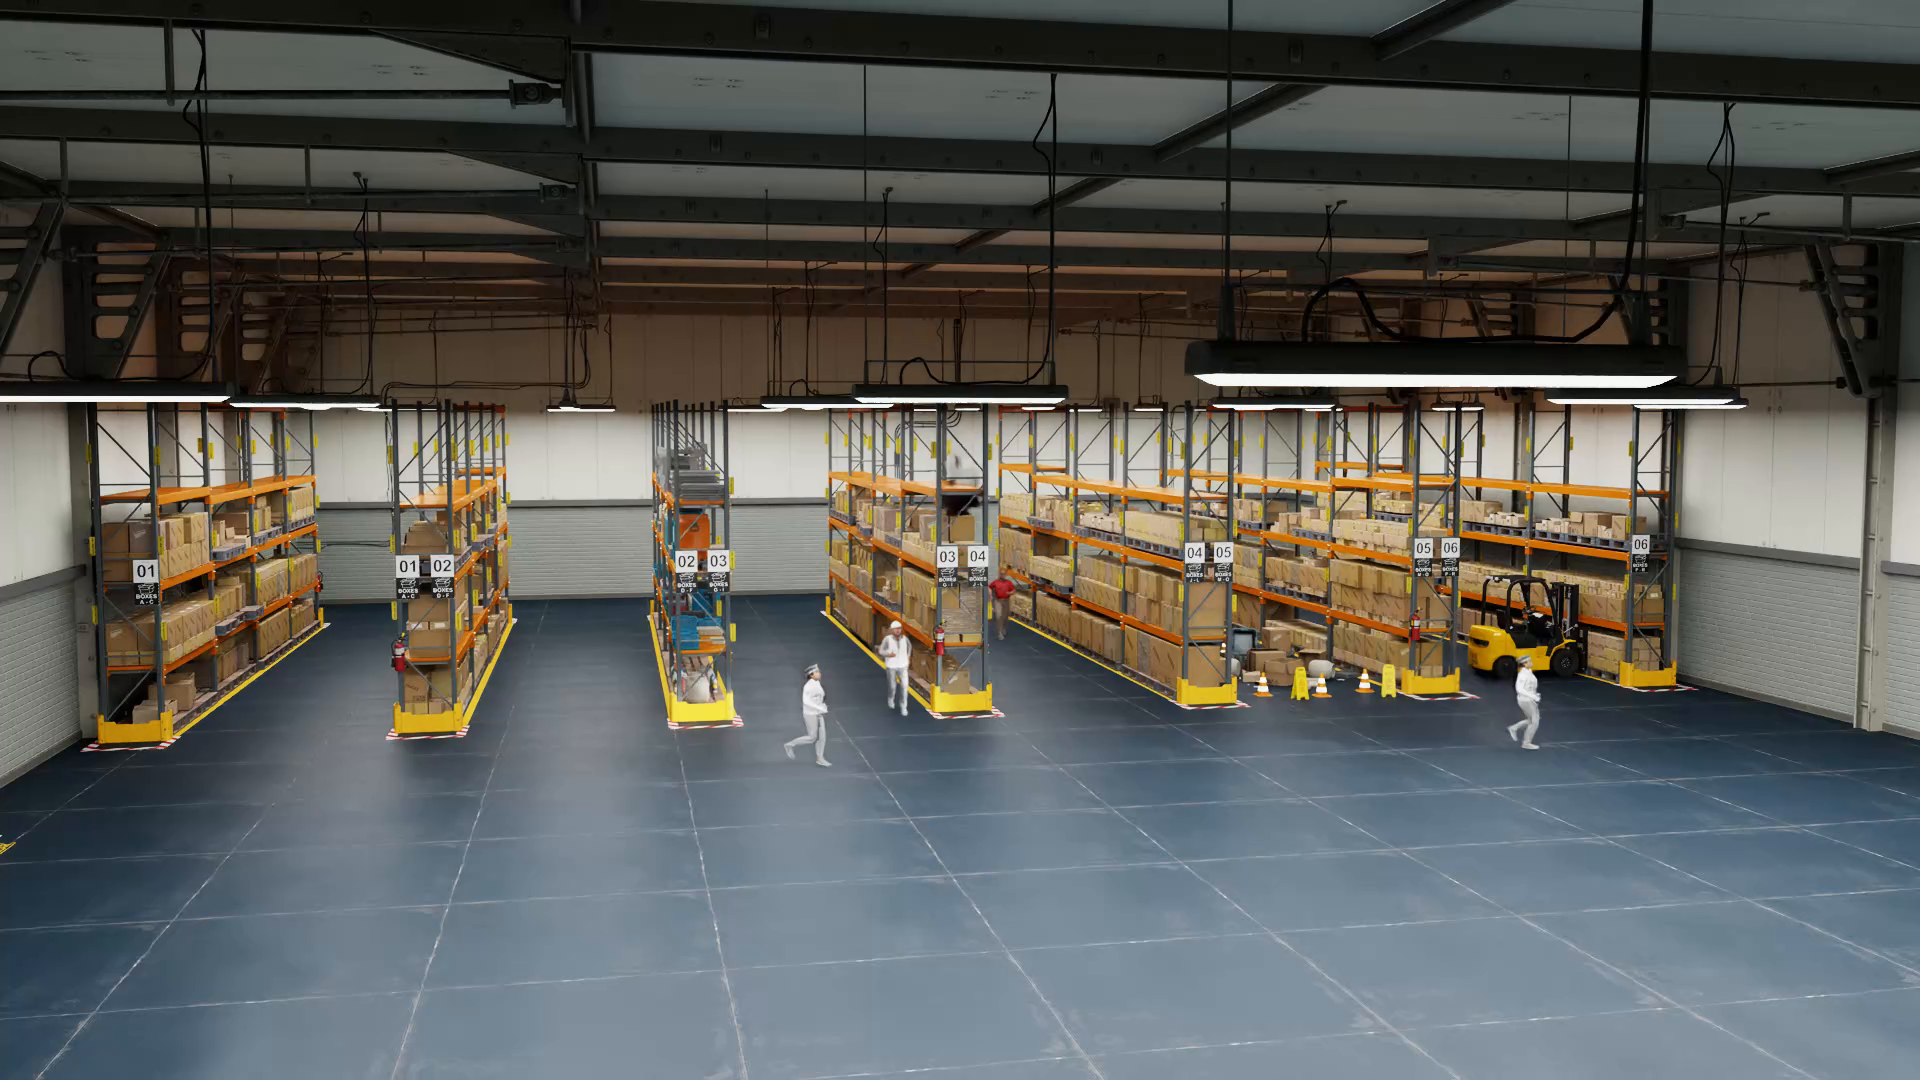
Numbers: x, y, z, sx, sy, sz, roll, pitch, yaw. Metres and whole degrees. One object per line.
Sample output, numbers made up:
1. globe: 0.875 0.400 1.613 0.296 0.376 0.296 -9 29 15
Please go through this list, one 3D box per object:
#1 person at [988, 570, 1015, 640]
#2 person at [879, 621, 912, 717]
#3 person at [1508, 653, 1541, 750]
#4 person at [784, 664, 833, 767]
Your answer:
1. person: 1.086 1.670 42.523 0.666 1.650 0.931 -1 4 -8
2. person: -1.229 2.441 31.934 0.684 1.802 0.924 -1 4 -13
3. person: 9.688 2.751 28.482 0.559 1.646 0.613 3 5 30
4. person: -2.428 2.853 27.160 0.724 1.695 0.624 1 4 12
